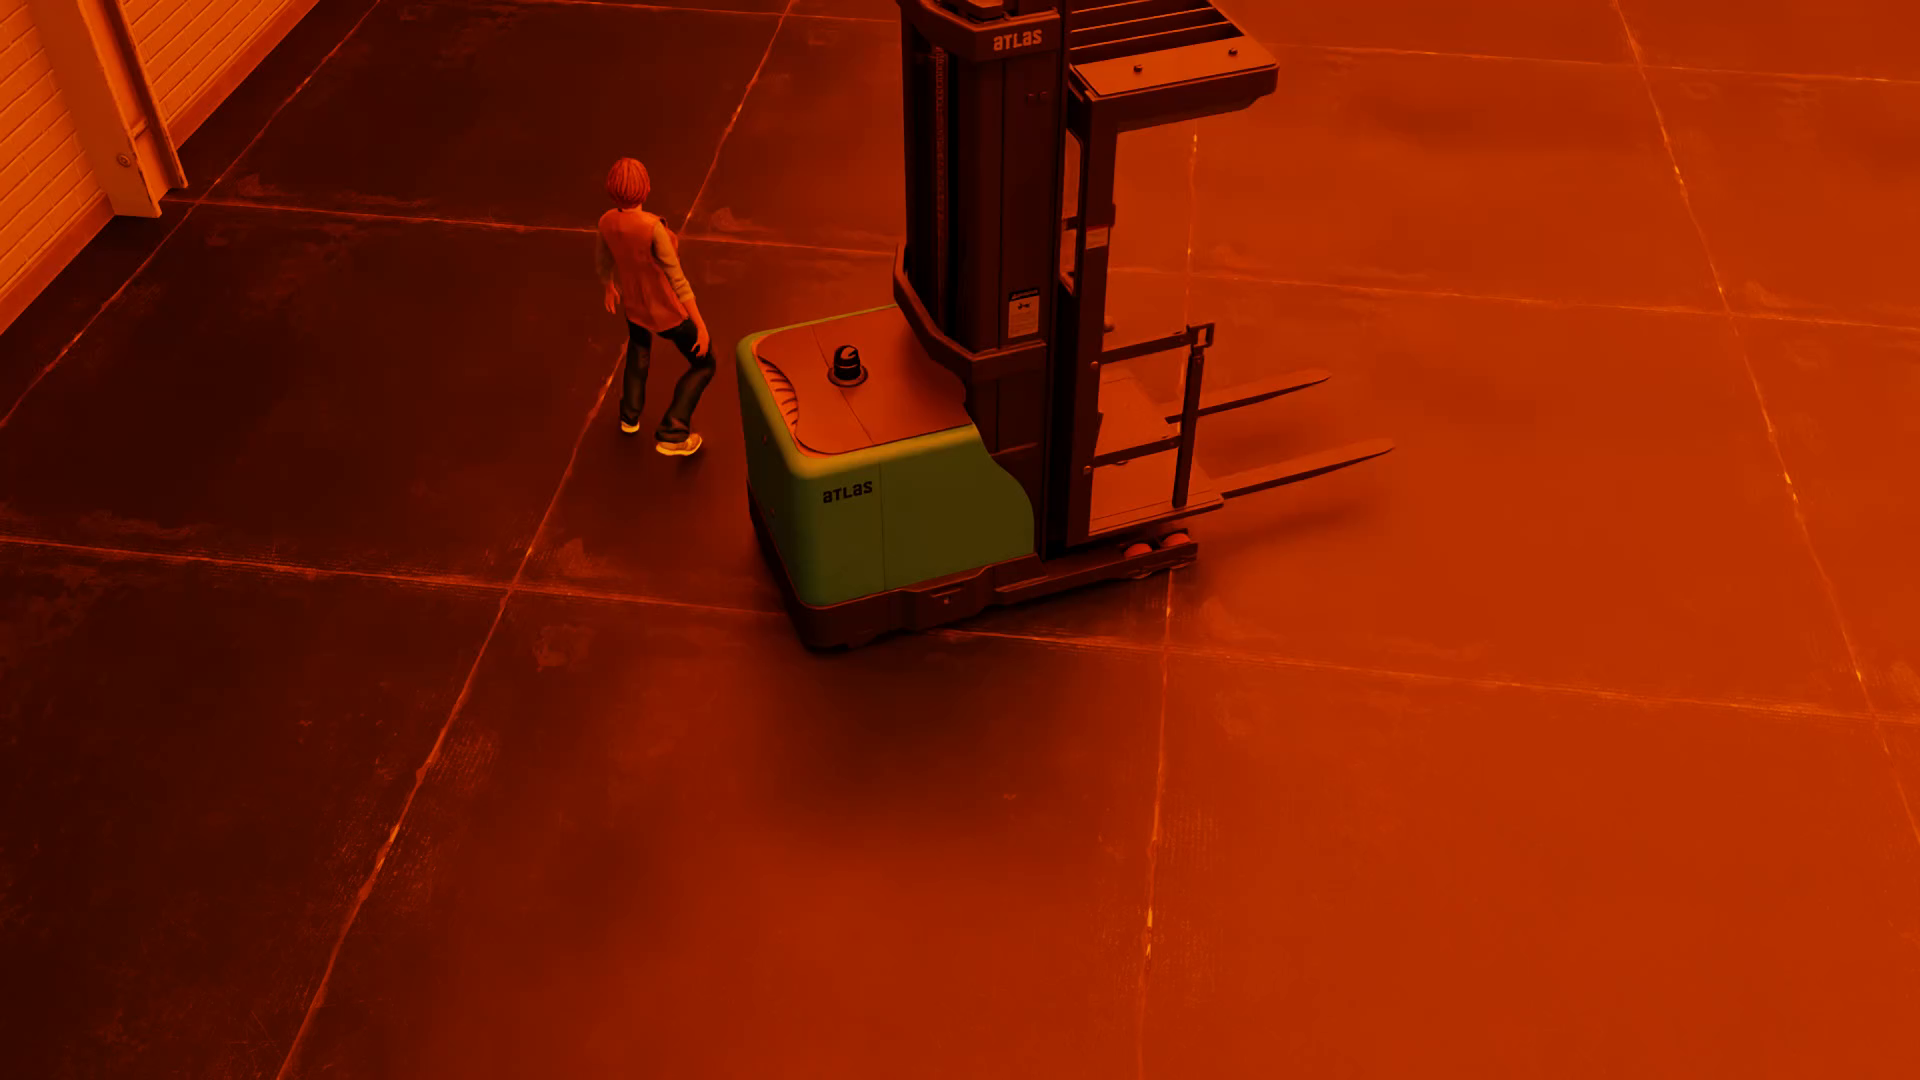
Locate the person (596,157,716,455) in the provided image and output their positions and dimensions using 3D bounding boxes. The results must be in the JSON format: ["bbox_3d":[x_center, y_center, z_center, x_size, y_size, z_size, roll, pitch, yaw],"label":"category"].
[{"bbox_3d":[-1.467,-1.079,7.950,0.744,1.523,0.444,25,48,25],"label":"person"}]

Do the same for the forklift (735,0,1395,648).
[{"bbox_3d":[0.572,-1.223,7.055,3.031,2.935,1.130,-14,44,-15],"label":"forklift"}]
